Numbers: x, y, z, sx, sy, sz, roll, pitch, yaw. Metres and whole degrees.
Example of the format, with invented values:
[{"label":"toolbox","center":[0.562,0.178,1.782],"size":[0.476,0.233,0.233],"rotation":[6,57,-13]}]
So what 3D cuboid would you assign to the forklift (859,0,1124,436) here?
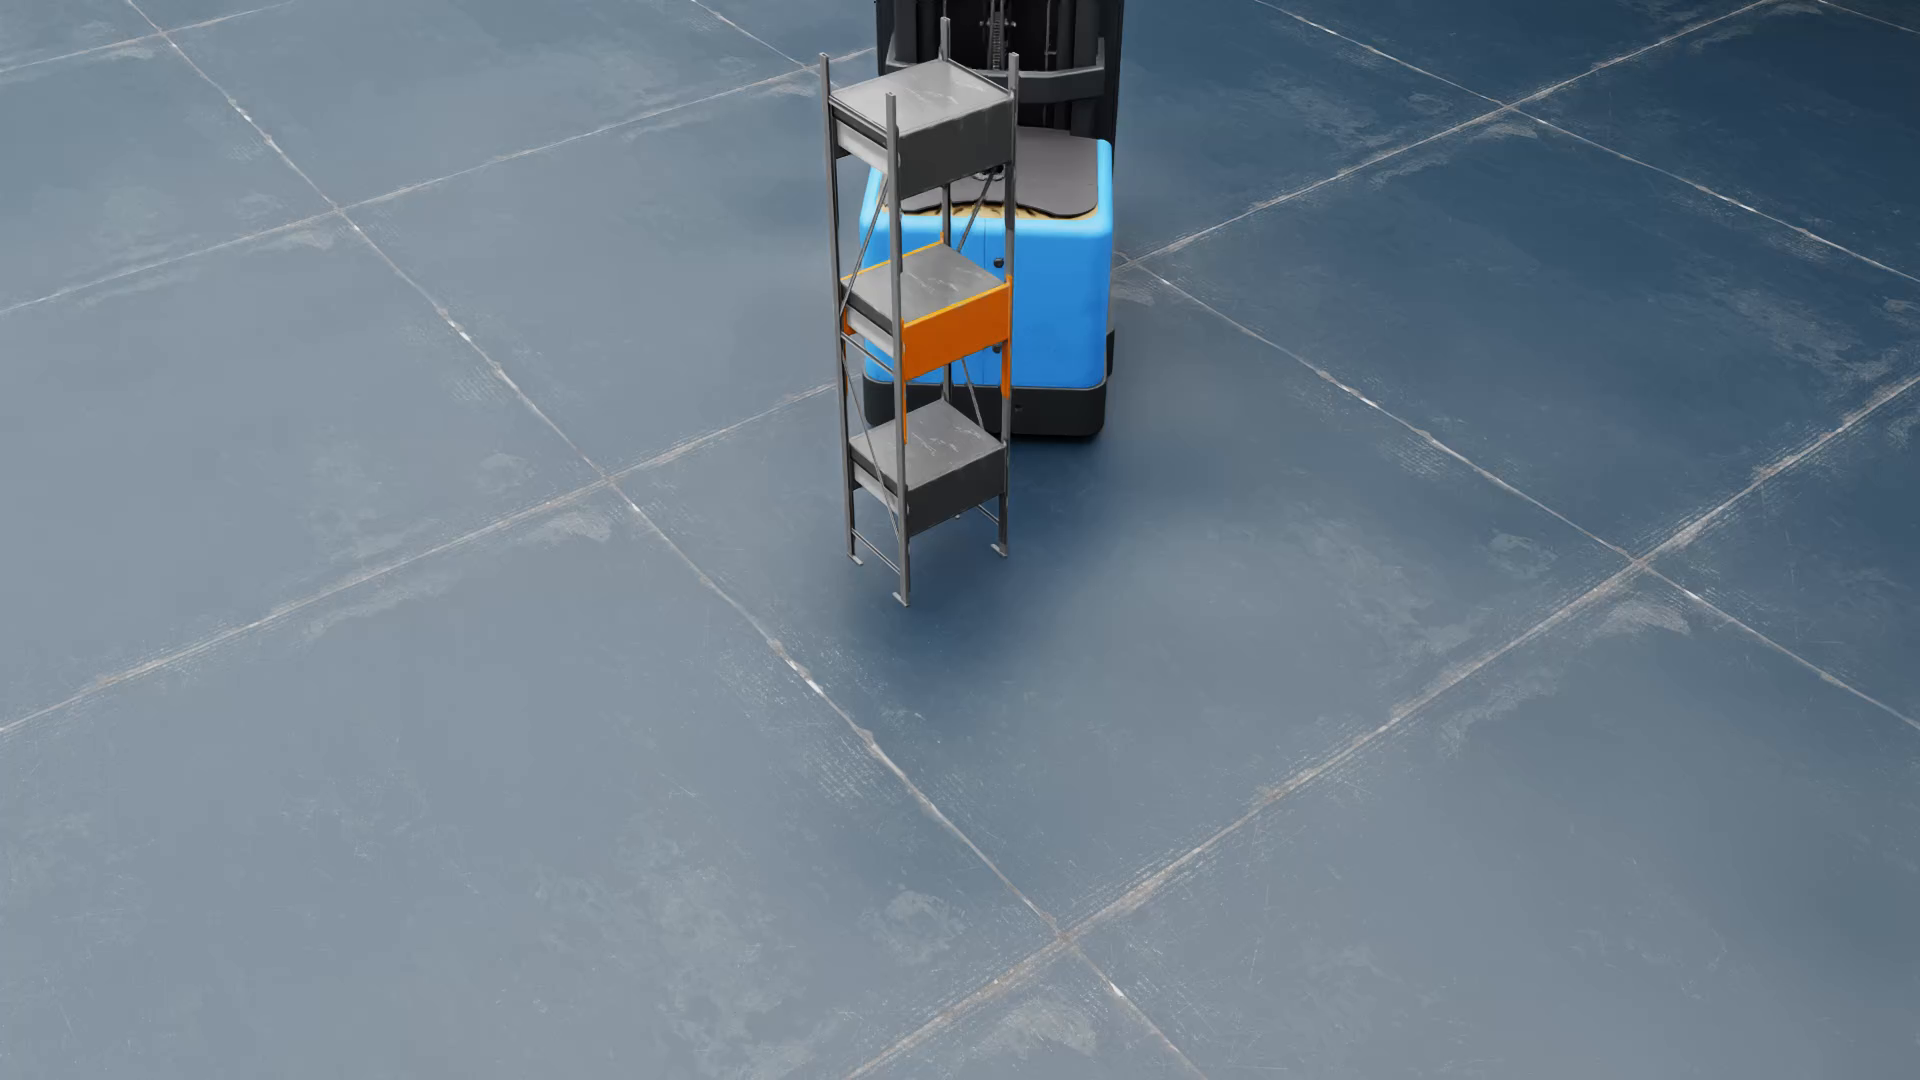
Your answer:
[{"label":"forklift","center":[0.190,-2.500,7.487],"size":[1.130,2.935,3.031],"rotation":[2,39,3]}]

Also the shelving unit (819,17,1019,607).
[{"label":"shelving unit","center":[-0.131,-0.748,6.006],"size":[0.503,2.100,0.431],"rotation":[-26,46,-28]}]

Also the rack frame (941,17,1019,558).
[{"label":"rack frame","center":[0.062,-0.842,6.121],"size":[0.015,2.100,0.400],"rotation":[-26,46,-28]}]

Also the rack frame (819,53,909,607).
[{"label":"rack frame","center":[-0.325,-0.654,5.891],"size":[0.015,2.100,0.400],"rotation":[-26,46,-28]}]

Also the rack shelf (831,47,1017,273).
[{"label":"rack shelf","center":[-0.131,-1.278,5.571],"size":[0.480,0.518,0.431],"rotation":[-26,46,-28]}]

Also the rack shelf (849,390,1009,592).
[{"label":"rack shelf","center":[-0.131,-0.196,6.459],"size":[0.480,0.518,0.431],"rotation":[-26,46,-28]}]

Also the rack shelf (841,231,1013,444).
[{"label":"rack shelf","center":[-0.131,-0.737,6.015],"size":[0.480,0.518,0.431],"rotation":[-26,46,-28]}]
